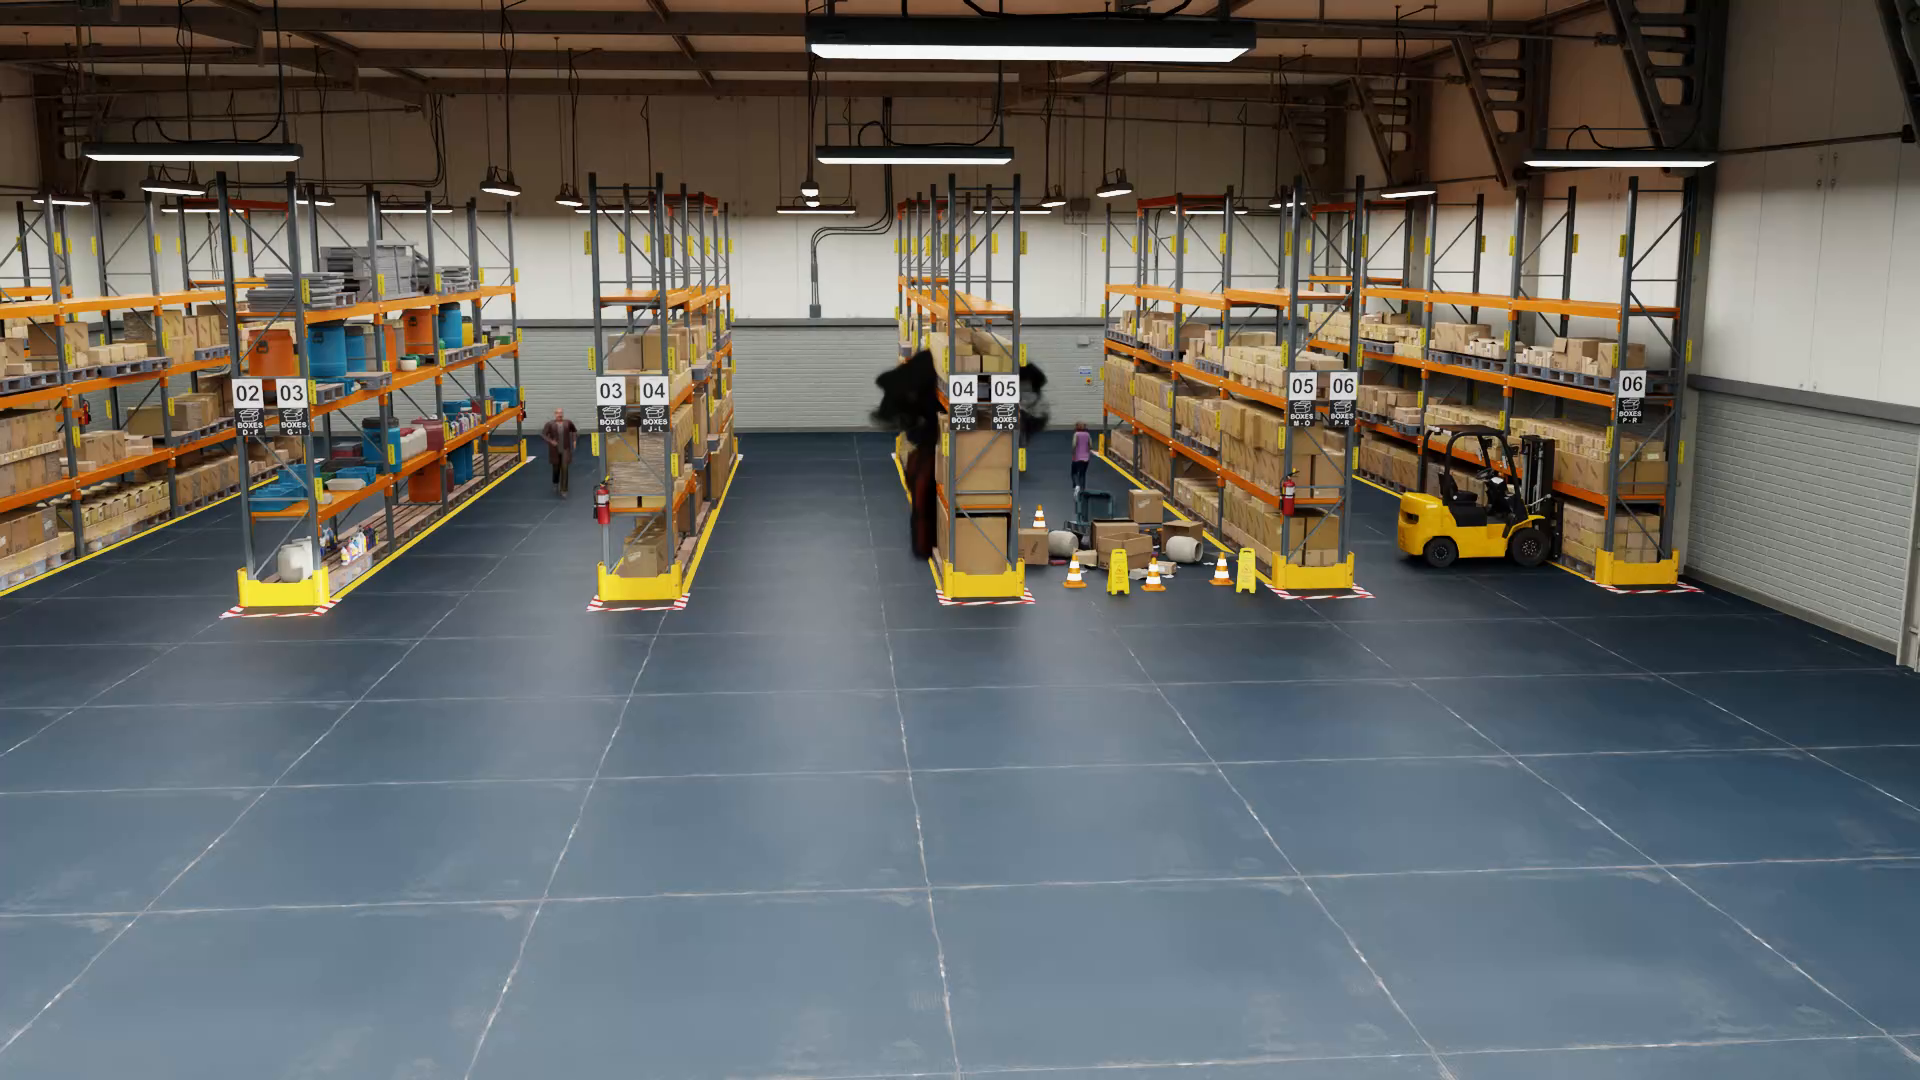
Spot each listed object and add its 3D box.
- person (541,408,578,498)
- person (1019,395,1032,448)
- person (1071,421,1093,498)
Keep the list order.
[{"bbox_3d":[-8.098,-1.787,33.707,0.733,1.791,0.870,-3,11,-18],"label":"person"},{"bbox_3d":[1.274,-2.380,37.244,0.678,1.758,0.748,0,10,0],"label":"person"},{"bbox_3d":[2.395,-1.600,33.246,0.519,1.565,0.552,-3,11,-18],"label":"person"}]
